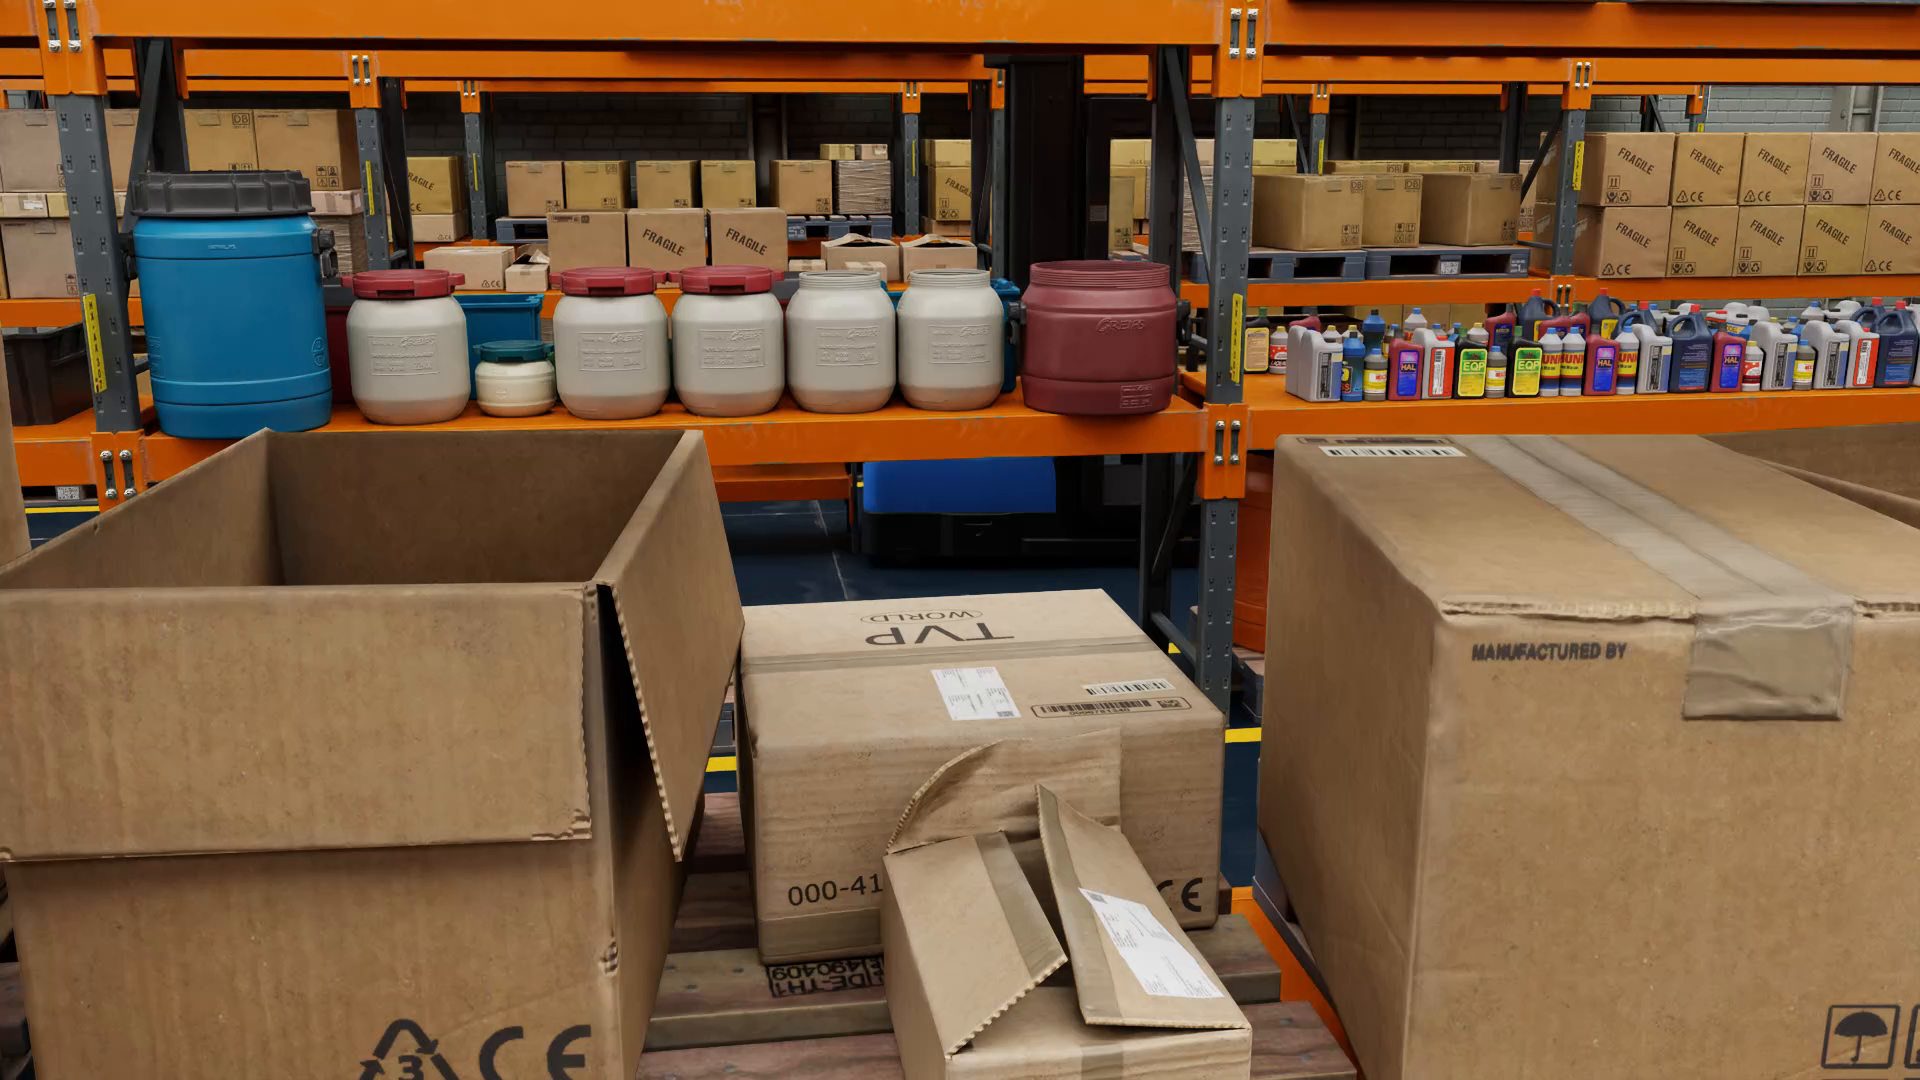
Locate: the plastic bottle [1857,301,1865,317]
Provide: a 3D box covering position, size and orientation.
[{"bbox_3d":[4.137,-0.966,7.670,0.097,0.271,0.097,0,14,0],"label":"plastic bottle"}]

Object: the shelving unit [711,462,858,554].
[{"bbox_3d":[-1.128,-0.513,9.455,1.048,1.125,0.538,-2,14,-7],"label":"shelving unit"}]

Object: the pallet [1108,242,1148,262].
[{"bbox_3d":[0.873,-1.951,11.728,1.003,0.211,1.213,-2,14,-8],"label":"pallet"}]

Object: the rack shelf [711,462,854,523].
[{"bbox_3d":[-1.128,-0.276,9.515,1.000,0.278,0.538,-2,14,-7],"label":"rack shelf"}]

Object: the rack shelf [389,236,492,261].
[{"bbox_3d":[-6.462,-2.627,15.511,4.000,0.370,1.077,-2,14,-8],"label":"rack shelf"}]

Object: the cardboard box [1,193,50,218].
[{"bbox_3d":[-5.757,-2.093,10.364,0.250,0.149,0.380,-2,14,-8],"label":"cardboard box"}]

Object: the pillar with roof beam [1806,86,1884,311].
[{"bbox_3d":[10.564,-5.664,13.807,0.400,9.000,9.100,-2,14,-8],"label":"pillar with roof beam"}]

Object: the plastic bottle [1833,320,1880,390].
[{"bbox_3d":[3.701,-0.772,6.888,0.135,0.276,0.152,-2,14,-8],"label":"plastic bottle"}]

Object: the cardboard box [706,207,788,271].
[{"bbox_3d":[-1.444,-1.986,11.269,0.500,0.500,0.500,-3,14,-11],"label":"cardboard box"}]

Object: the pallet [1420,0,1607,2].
[{"bbox_3d":[1.718,-2.178,6.463,1.213,0.211,1.003,-2,14,-8],"label":"pallet"}]

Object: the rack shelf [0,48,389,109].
[{"bbox_3d":[-5.720,-2.891,10.395,4.000,0.370,1.077,-2,14,-8],"label":"rack shelf"}]

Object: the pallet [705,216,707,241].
[{"bbox_3d":[-2.480,-3.019,15.988,1.213,0.211,1.003,-2,14,-8],"label":"pallet"}]

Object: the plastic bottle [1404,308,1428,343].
[{"bbox_3d":[2.014,-0.888,7.360,0.097,0.271,0.097,0,14,0],"label":"plastic bottle"}]

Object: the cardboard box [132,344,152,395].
[{"bbox_3d":[-5.158,-0.987,10.740,0.500,0.500,0.500,-2,14,-8],"label":"cardboard box"}]

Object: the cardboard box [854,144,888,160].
[{"bbox_3d":[-0.865,-3.750,16.067,0.250,0.149,0.380,-4,15,-16],"label":"cardboard box"}]

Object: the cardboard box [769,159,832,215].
[{"bbox_3d":[-1.540,-3.409,16.040,0.500,0.500,0.700,-3,14,-14],"label":"cardboard box"}]

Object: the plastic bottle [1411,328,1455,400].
[{"bbox_3d":[1.881,-0.705,6.622,0.135,0.276,0.152,-2,14,-8],"label":"plastic bottle"}]

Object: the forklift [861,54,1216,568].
[{"bbox_3d":[0.967,-1.399,9.274,3.031,2.935,1.130,0,14,-1],"label":"forklift"}]

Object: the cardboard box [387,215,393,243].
[{"bbox_3d":[-5.401,-2.880,15.305,0.500,0.250,0.500,-2,14,-8],"label":"cardboard box"}]

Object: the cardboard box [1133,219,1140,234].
[{"bbox_3d":[1.607,-3.104,16.407,0.250,0.149,0.380,-2,14,-7],"label":"cardboard box"}]

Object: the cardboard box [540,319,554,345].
[{"bbox_3d":[-3.759,-2.080,16.085,0.500,0.500,0.700,-2,14,-6],"label":"cardboard box"}]

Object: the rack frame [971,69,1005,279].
[{"bbox_3d":[0.213,-2.002,11.539,0.127,3.000,1.000,-2,14,-8],"label":"rack frame"}]

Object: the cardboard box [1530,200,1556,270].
[{"bbox_3d":[4.624,-2.276,12.423,0.500,0.500,0.500,-2,14,-7],"label":"cardboard box"}]

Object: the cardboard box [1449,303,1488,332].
[{"bbox_3d":[5.187,-2.368,17.272,0.500,0.500,0.700,-2,14,-7],"label":"cardboard box"}]

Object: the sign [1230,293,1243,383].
[{"bbox_3d":[1.036,-0.758,6.241,0.005,0.325,0.100,-2,14,-8],"label":"sign"}]

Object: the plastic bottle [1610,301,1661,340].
[{"bbox_3d":[2.797,-0.811,6.892,0.185,0.351,0.144,-2,14,-8],"label":"plastic bottle"}]

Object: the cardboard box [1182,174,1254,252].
[{"bbox_3d":[1.752,-2.292,11.624,0.500,0.500,0.700,1,14,2],"label":"cardboard box"}]

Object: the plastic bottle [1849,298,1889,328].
[{"bbox_3d":[3.838,-0.848,7.037,0.185,0.351,0.144,-2,14,-8],"label":"plastic bottle"}]

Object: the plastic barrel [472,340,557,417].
[{"bbox_3d":[-1.676,-0.610,6.271,0.301,0.262,0.301,0,14,0],"label":"plastic barrel"}]

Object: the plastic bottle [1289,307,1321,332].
[{"bbox_3d":[1.512,-0.880,7.303,0.133,0.283,0.061,-2,14,-8],"label":"plastic bottle"}]

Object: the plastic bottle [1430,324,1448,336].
[{"bbox_3d":[2.110,-0.857,7.382,0.097,0.201,0.097,0,14,0],"label":"plastic bottle"}]

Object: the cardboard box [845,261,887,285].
[{"bbox_3d":[-0.635,-1.781,11.175,0.250,0.149,0.380,-2,14,-8],"label":"cardboard box"}]

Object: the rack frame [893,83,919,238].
[{"bbox_3d":[-0.529,-3.194,16.290,0.127,3.000,1.000,-2,14,-8],"label":"rack frame"}]

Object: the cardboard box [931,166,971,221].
[{"bbox_3d":[-0.010,-3.352,16.064,0.500,0.500,0.500,-2,14,-7],"label":"cardboard box"}]

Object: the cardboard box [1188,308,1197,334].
[{"bbox_3d":[1.925,-2.412,16.729,0.750,0.750,0.750,-2,14,-7],"label":"cardboard box"}]

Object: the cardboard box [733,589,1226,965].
[{"bbox_3d":[-0.006,0.255,1.983,0.500,0.250,0.500,-3,14,-10],"label":"cardboard box"}]

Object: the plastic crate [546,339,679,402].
[{"bbox_3d":[-1.328,-0.694,6.758,0.662,0.188,0.450,-2,14,-8],"label":"plastic crate"}]

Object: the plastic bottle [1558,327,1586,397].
[{"bbox_3d":[2.456,-0.717,6.680,0.097,0.271,0.097,0,14,0],"label":"plastic bottle"}]

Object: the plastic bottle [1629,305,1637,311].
[{"bbox_3d":[3.028,-0.925,7.508,0.097,0.271,0.097,0,14,0],"label":"plastic bottle"}]

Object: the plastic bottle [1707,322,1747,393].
[{"bbox_3d":[3.117,-0.743,6.757,0.133,0.283,0.061,-2,14,-8],"label":"plastic bottle"}]

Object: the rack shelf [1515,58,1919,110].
[{"bbox_3d":[6.146,-3.326,12.129,4.000,0.370,1.077,-2,14,-8],"label":"rack shelf"}]

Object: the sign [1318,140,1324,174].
[{"bbox_3d":[3.517,-3.732,16.218,0.005,0.325,0.100,-2,14,-8],"label":"sign"}]

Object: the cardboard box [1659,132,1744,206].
[{"bbox_3d":[5.186,-2.649,11.857,0.500,0.500,0.500,-3,14,-10],"label":"cardboard box"}]

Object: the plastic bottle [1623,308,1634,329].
[{"bbox_3d":[2.953,-0.887,7.356,0.097,0.271,0.097,0,14,0],"label":"plastic bottle"}]

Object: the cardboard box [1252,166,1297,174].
[{"bbox_3d":[3.008,-3.464,16.509,0.500,0.500,0.500,-2,14,-9],"label":"cardboard box"}]

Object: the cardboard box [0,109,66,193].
[{"bbox_3d":[-5.669,-2.463,10.503,0.500,0.500,0.700,-2,14,-8],"label":"cardboard box"}]

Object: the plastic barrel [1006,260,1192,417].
[{"bbox_3d":[0.534,-0.787,6.414,0.708,0.536,0.600,-2,14,-8],"label":"plastic barrel"}]

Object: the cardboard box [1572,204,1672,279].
[{"bbox_3d":[4.713,-2.149,11.917,0.500,0.500,0.500,-2,14,-7],"label":"cardboard box"}]

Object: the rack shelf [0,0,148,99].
[{"bbox_3d":[-4.986,-1.699,5.643,4.000,0.370,1.077,-2,14,-8],"label":"rack shelf"}]

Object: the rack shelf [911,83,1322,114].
[{"bbox_3d":[1.449,-4.372,16.302,4.000,0.370,1.077,-2,14,-8],"label":"rack shelf"}]
